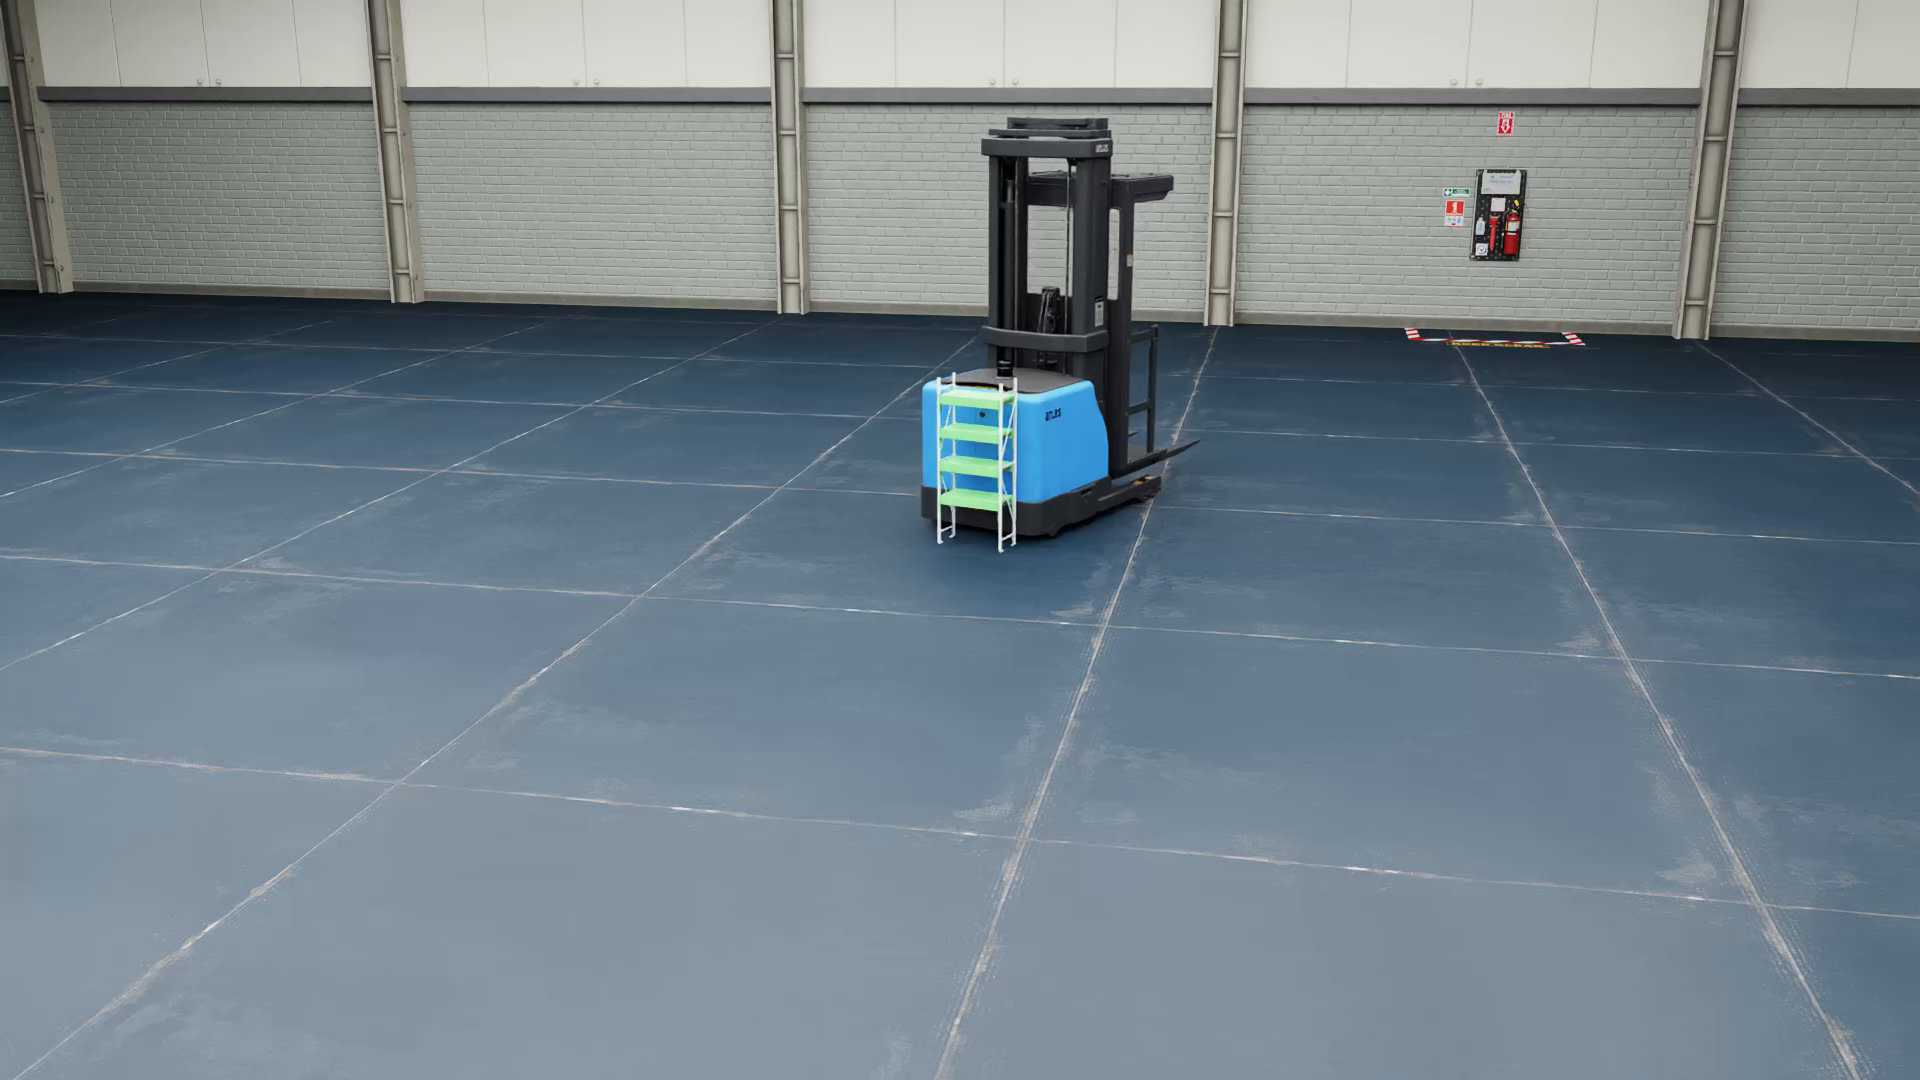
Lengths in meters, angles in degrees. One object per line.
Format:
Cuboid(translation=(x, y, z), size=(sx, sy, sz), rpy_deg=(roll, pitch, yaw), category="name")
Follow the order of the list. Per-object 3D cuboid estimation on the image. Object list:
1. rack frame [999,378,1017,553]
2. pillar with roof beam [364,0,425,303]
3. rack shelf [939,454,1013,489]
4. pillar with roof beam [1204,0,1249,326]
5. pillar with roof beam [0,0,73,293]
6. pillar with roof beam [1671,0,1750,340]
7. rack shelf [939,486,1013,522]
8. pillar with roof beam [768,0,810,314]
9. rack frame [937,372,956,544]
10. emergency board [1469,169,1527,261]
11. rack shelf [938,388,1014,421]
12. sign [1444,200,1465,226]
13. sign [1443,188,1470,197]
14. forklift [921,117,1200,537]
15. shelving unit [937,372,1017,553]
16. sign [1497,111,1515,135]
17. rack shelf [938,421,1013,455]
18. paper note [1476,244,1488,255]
Cuboid(translation=(0.334, -0.518, 11.615), size=(0.015, 1.200, 0.240), rpy_deg=(8, 17, 27), category="rack frame")
Cuboid(translation=(-9.104, -6.775, 19.594), size=(0.400, 9.000, 9.100), rpy_deg=(3, 16, 11), category="pillar with roof beam")
Cuboid(translation=(0.119, -0.487, 11.744), size=(0.480, 0.148, 0.258), rpy_deg=(8, 17, 27), category="rack shelf")
Cuboid(translation=(2.655, -6.137, 17.290), size=(0.400, 9.000, 9.100), rpy_deg=(3, 16, 11), category="pillar with roof beam")
Cuboid(translation=(-14.984, -7.094, 20.746), size=(0.400, 9.000, 9.100), rpy_deg=(3, 16, 11), category="pillar with roof beam")
Cuboid(translation=(8.535, -5.818, 16.137), size=(0.400, 9.000, 9.100), rpy_deg=(3, 16, 11), category="pillar with roof beam")
Cuboid(translation=(0.119, -0.256, 11.808), size=(0.480, 0.148, 0.258), rpy_deg=(8, 17, 27), category="rack shelf")
Cuboid(translation=(-3.224, -6.456, 18.442), size=(0.400, 9.000, 9.100), rpy_deg=(3, 16, 11), category="pillar with roof beam")
Cuboid(translation=(-0.096, -0.580, 11.838), size=(0.015, 1.200, 0.240), rpy_deg=(8, 17, 27), category="rack frame")
Cuboid(translation=(6.979, -4.194, 21.514), size=(0.643, 1.169, 0.194), rpy_deg=(3, 16, 11), category="emergency board")
Cuboid(translation=(0.119, -0.950, 11.616), size=(0.480, 0.148, 0.258), rpy_deg=(8, 17, 27), category="rack shelf")
Cuboid(translation=(6.458, -4.268, 21.713), size=(0.234, 0.329, 0.001), rpy_deg=(3, 16, 11), category="sign")
Cuboid(translation=(6.460, -4.521, 21.633), size=(0.331, 0.109, 0.001), rpy_deg=(3, 16, 11), category="sign")
Cuboid(translation=(0.946, -1.775, 12.910), size=(1.130, 2.935, 3.031), rpy_deg=(10, 18, 32), category="forklift")
Cuboid(translation=(0.119, -0.549, 11.727), size=(0.503, 1.200, 0.258), rpy_deg=(8, 17, 27), category="shelving unit")
Cuboid(translation=(6.991, -5.338, 21.300), size=(0.199, 0.298, 0.001), rpy_deg=(3, 16, 11), category="sign")
Cuboid(translation=(0.119, -0.719, 11.680), size=(0.480, 0.148, 0.258), rpy_deg=(8, 17, 27), category="rack shelf")
Cuboid(translation=(6.819, -3.797, 21.731), size=(0.142, 0.148, 0.016), rpy_deg=(3, 16, 11), category="paper note")
